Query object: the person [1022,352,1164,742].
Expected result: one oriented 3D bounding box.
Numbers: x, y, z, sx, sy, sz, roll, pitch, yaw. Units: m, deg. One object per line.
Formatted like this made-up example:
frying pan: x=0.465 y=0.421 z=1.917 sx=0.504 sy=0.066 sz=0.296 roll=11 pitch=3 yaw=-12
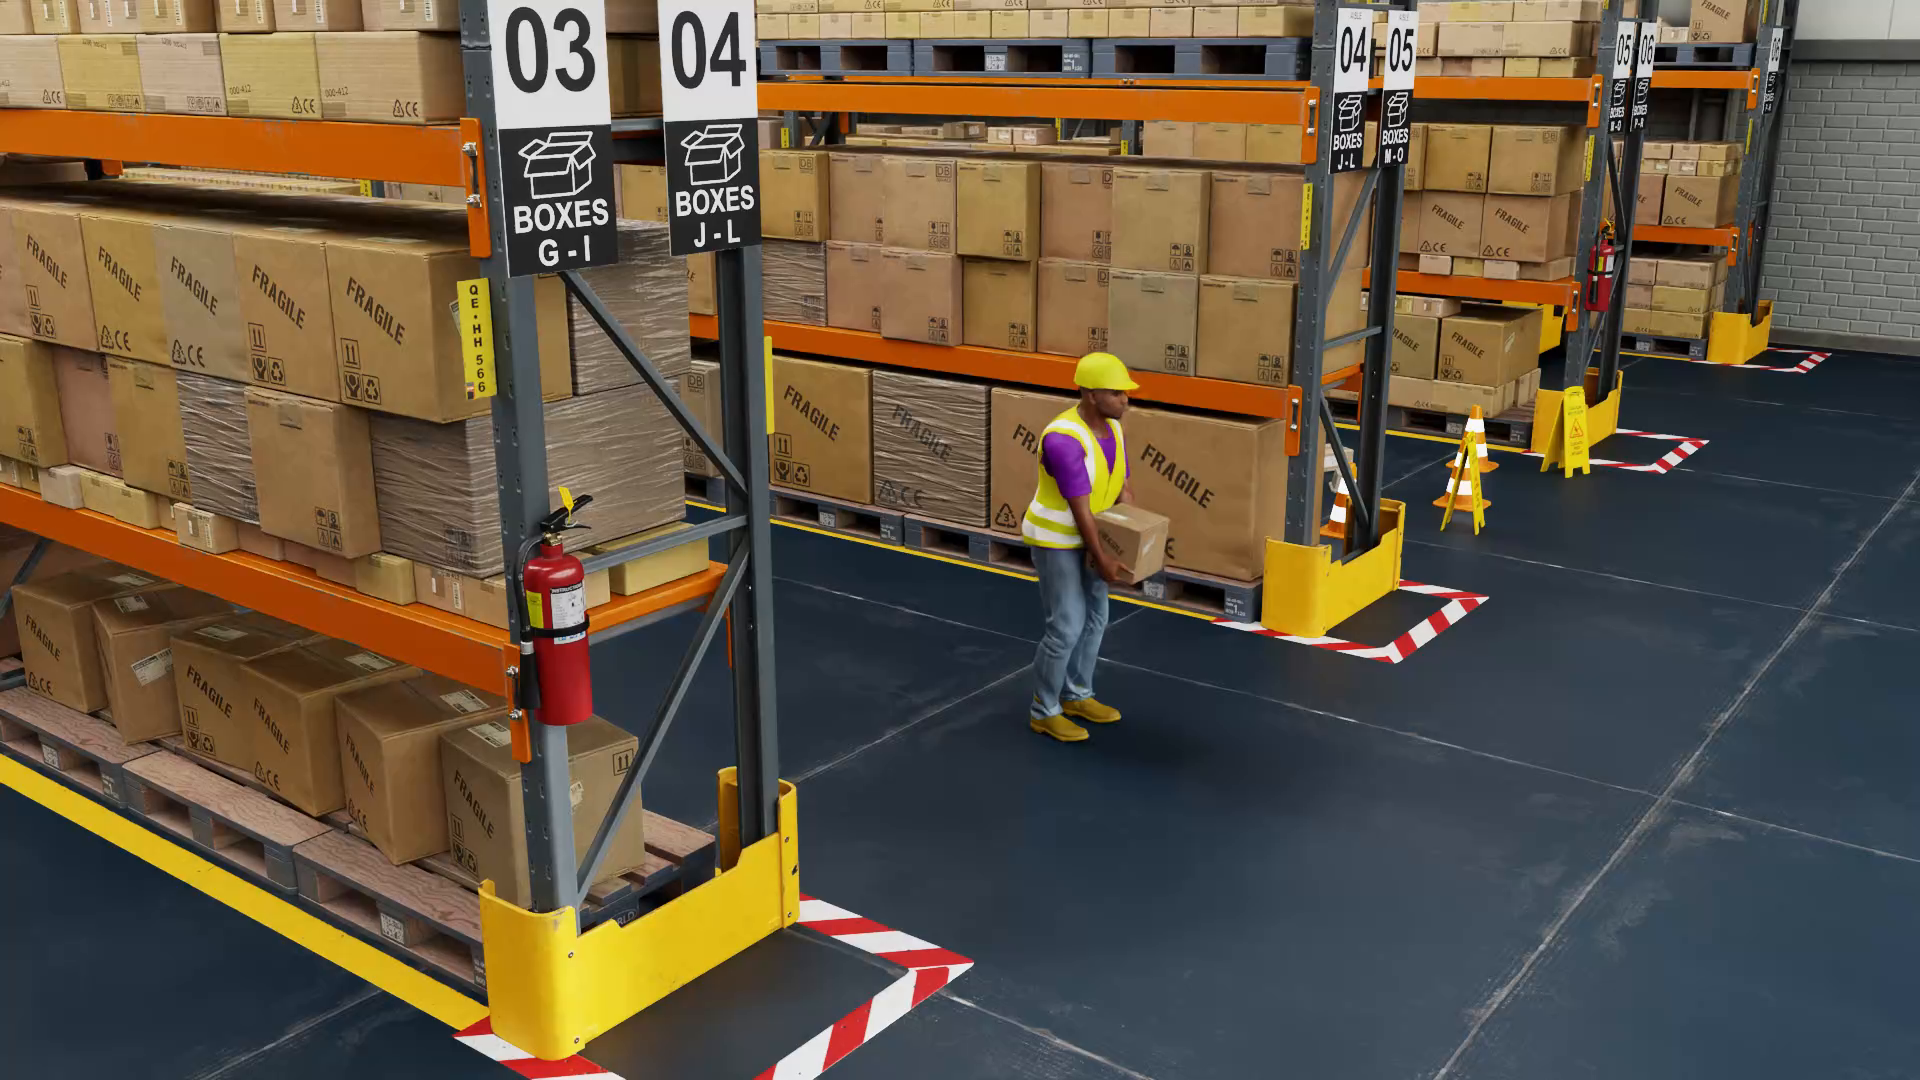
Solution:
person: x=0.593 y=0.029 z=7.429 sx=0.593 sy=1.746 sz=0.501 roll=11 pitch=20 yaw=34
